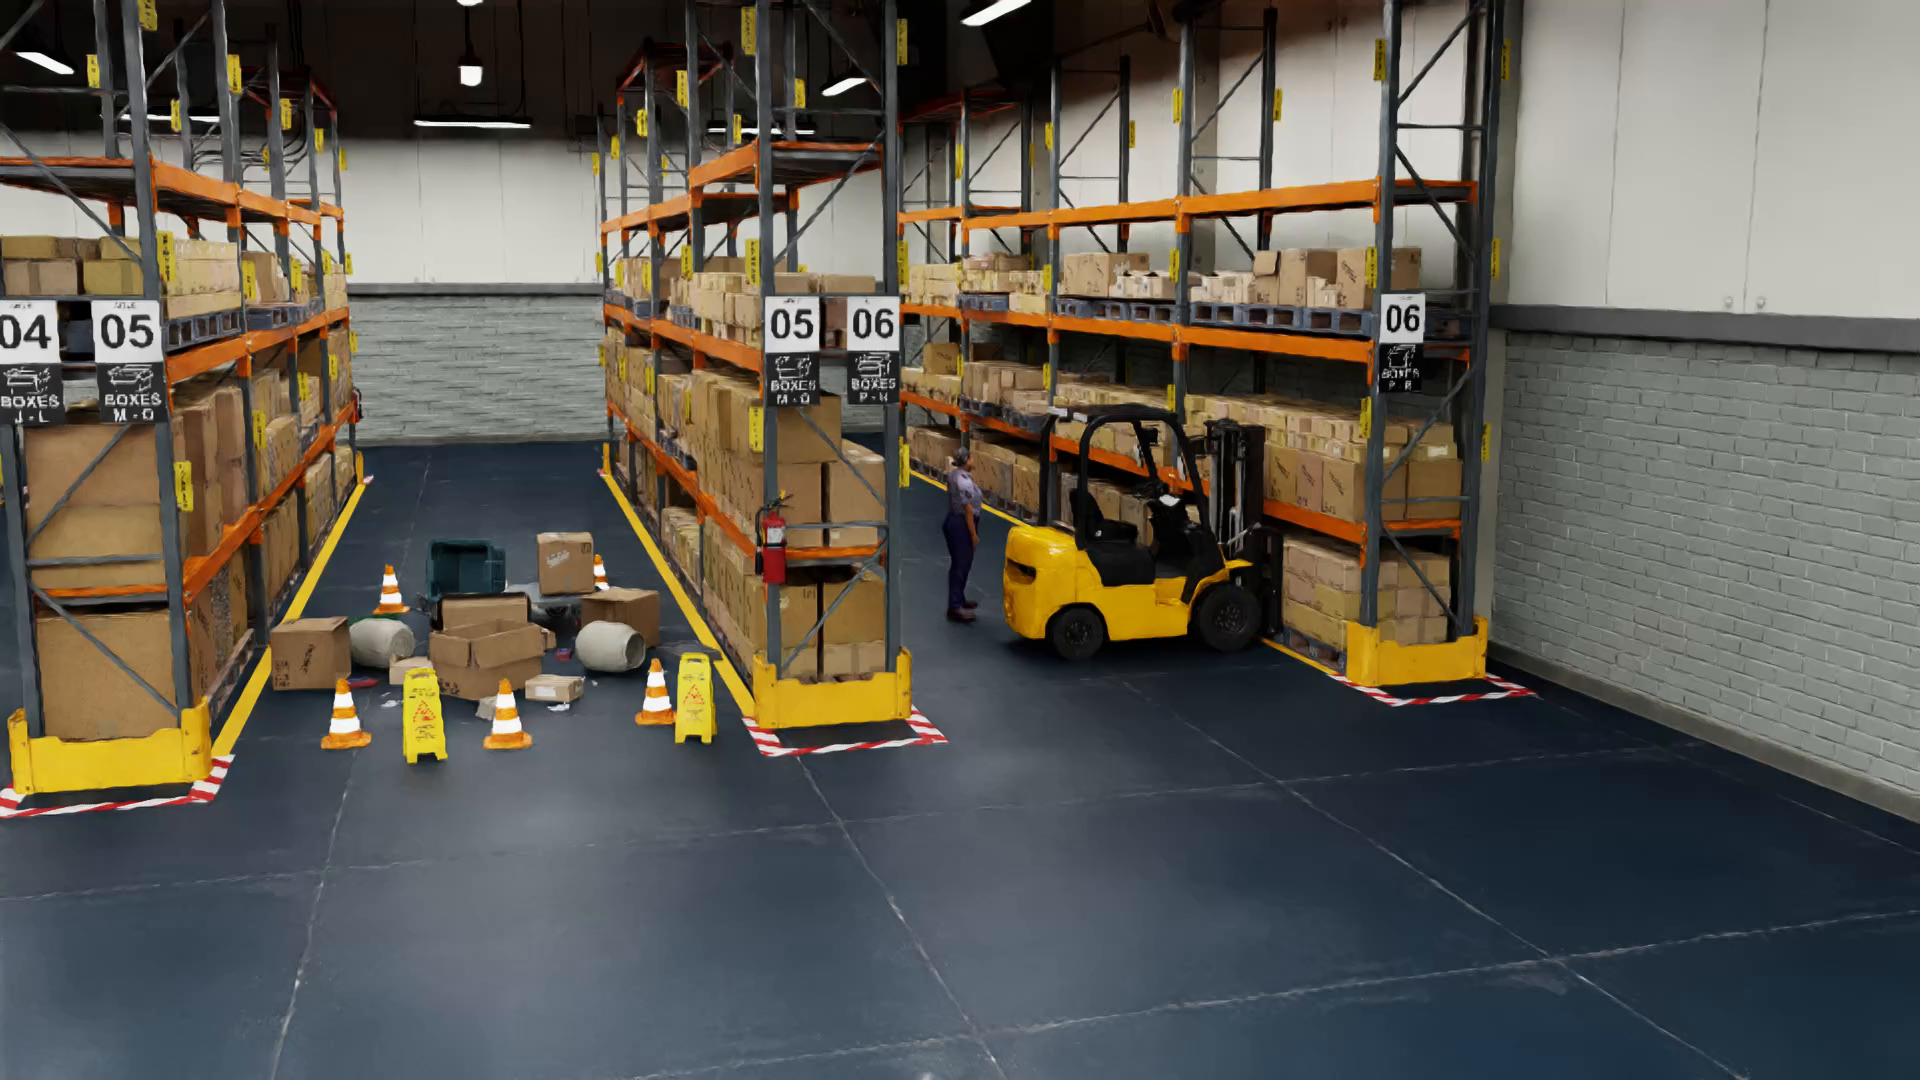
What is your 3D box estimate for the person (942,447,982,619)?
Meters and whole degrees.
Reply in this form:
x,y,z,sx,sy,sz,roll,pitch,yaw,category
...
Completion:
x,y,z,sx,sy,sz,roll,pitch,yaw,category
0.036,-0.089,16.330,0.401,1.648,0.624,-3,10,-15,person
